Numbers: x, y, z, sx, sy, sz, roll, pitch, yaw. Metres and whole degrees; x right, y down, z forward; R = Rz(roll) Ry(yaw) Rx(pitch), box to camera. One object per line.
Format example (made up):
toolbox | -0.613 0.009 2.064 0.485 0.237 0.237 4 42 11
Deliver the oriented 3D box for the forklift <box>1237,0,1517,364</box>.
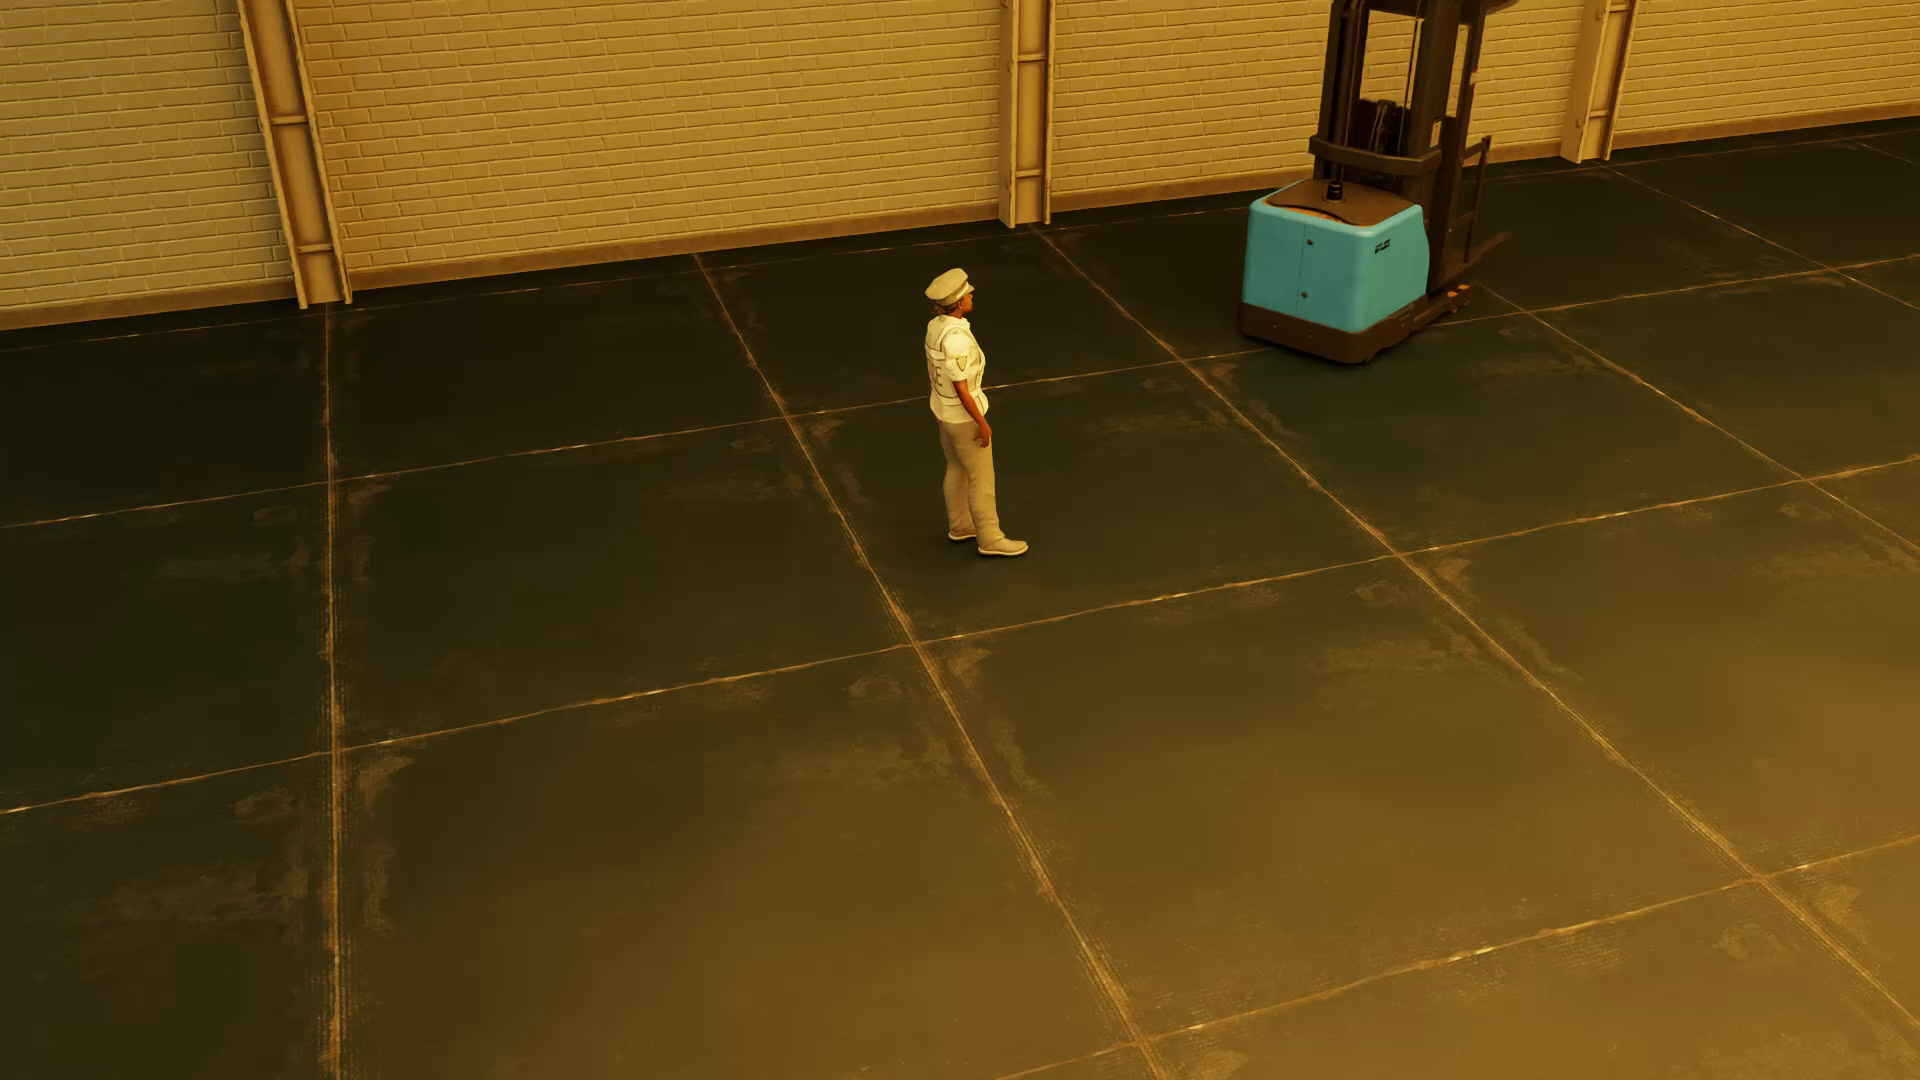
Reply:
forklift | 3.451 -3.214 12.672 1.130 2.935 3.031 23 37 34

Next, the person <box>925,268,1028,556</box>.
person | 0.077 -0.743 9.604 0.530 1.695 0.569 -10 31 -16
